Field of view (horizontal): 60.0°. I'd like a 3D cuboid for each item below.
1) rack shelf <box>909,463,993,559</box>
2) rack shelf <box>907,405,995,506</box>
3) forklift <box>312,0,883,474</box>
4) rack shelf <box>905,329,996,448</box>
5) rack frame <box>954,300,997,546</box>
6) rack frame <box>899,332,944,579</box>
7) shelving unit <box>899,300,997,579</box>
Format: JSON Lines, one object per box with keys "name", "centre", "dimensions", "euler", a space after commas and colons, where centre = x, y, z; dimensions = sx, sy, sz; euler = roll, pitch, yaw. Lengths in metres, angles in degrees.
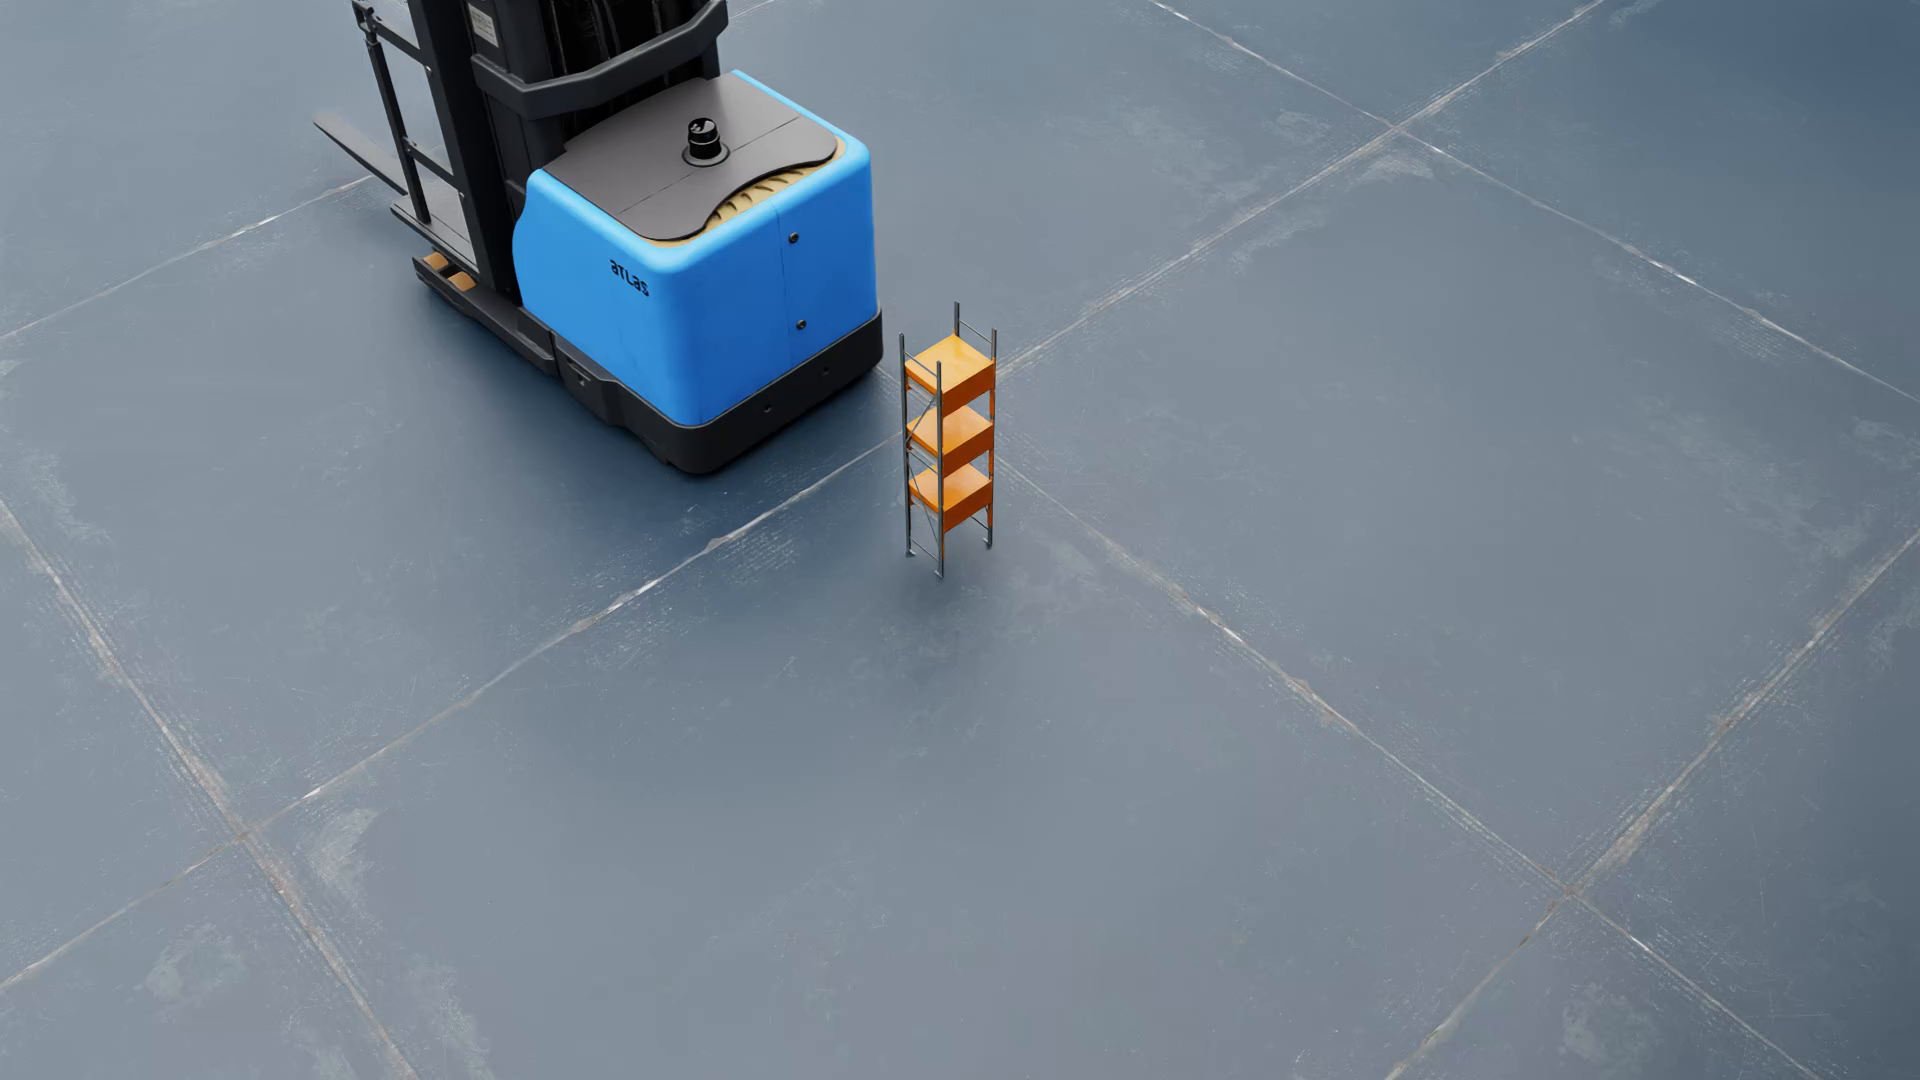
{"name": "rack shelf", "centre": [-0.040, -0.134, 6.052], "dimensions": [0.240, 0.259, 0.215], "euler": [-34, 56, -27]}
{"name": "rack shelf", "centre": [-0.040, -0.322, 5.848], "dimensions": [0.240, 0.259, 0.215], "euler": [-34, 56, -27]}
{"name": "forklift", "centre": [-1.720, -2.221, 6.305], "dimensions": [3.031, 2.935, 1.130], "euler": [36, 57, 28]}
{"name": "rack shelf", "centre": [-0.040, -0.515, 5.639], "dimensions": [0.240, 0.259, 0.215], "euler": [-34, 56, -27]}
{"name": "rack frame", "centre": [0.051, -0.390, 5.895], "dimensions": [0.008, 1.050, 0.200], "euler": [-34, 56, -27]}
{"name": "rack frame", "centre": [-0.130, -0.269, 5.784], "dimensions": [0.008, 1.050, 0.200], "euler": [-34, 56, -27]}
{"name": "shelving unit", "centre": [-0.040, -0.330, 5.840], "dimensions": [0.252, 1.050, 0.215], "euler": [-34, 56, -27]}
